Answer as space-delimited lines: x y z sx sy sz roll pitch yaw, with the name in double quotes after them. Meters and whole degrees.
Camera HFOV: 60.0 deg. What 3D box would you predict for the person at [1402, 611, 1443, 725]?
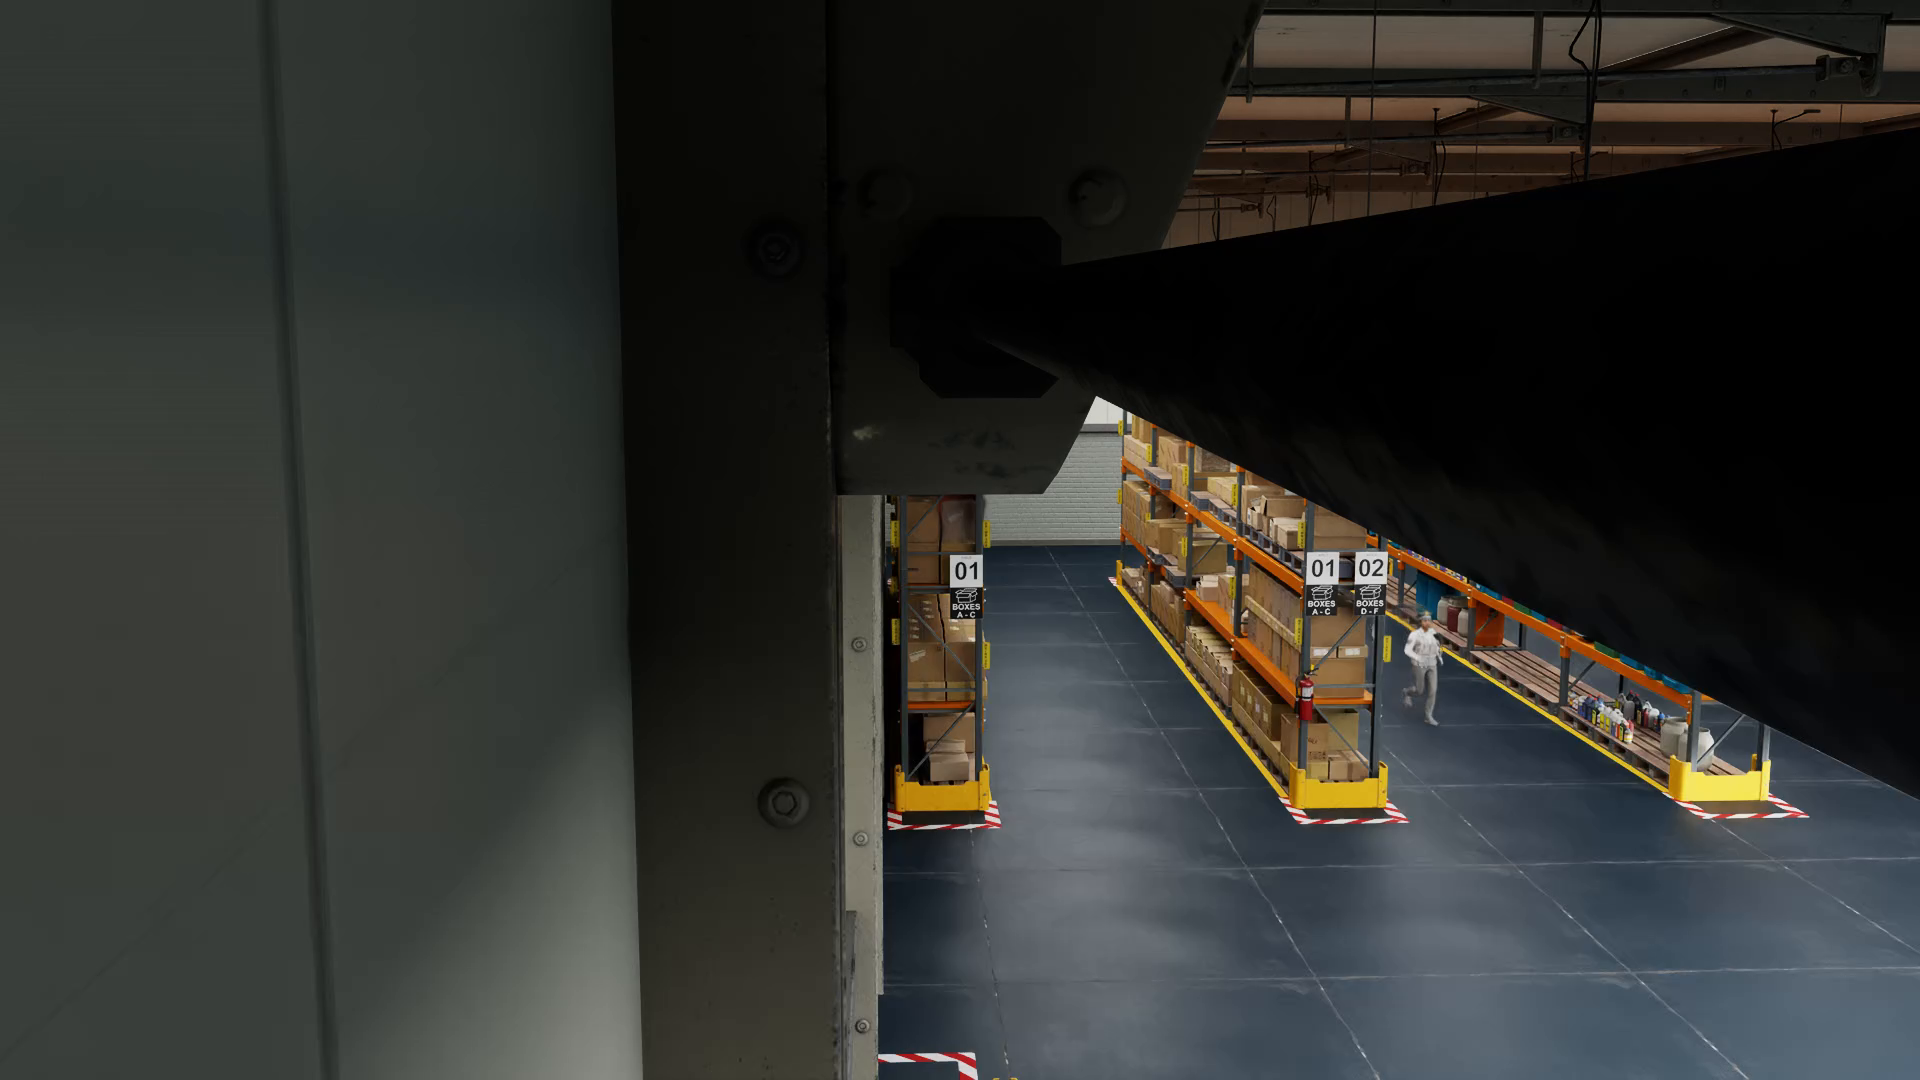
6.931 1.871 24.787 0.632 1.661 0.861 -2 9 -13 "person"
